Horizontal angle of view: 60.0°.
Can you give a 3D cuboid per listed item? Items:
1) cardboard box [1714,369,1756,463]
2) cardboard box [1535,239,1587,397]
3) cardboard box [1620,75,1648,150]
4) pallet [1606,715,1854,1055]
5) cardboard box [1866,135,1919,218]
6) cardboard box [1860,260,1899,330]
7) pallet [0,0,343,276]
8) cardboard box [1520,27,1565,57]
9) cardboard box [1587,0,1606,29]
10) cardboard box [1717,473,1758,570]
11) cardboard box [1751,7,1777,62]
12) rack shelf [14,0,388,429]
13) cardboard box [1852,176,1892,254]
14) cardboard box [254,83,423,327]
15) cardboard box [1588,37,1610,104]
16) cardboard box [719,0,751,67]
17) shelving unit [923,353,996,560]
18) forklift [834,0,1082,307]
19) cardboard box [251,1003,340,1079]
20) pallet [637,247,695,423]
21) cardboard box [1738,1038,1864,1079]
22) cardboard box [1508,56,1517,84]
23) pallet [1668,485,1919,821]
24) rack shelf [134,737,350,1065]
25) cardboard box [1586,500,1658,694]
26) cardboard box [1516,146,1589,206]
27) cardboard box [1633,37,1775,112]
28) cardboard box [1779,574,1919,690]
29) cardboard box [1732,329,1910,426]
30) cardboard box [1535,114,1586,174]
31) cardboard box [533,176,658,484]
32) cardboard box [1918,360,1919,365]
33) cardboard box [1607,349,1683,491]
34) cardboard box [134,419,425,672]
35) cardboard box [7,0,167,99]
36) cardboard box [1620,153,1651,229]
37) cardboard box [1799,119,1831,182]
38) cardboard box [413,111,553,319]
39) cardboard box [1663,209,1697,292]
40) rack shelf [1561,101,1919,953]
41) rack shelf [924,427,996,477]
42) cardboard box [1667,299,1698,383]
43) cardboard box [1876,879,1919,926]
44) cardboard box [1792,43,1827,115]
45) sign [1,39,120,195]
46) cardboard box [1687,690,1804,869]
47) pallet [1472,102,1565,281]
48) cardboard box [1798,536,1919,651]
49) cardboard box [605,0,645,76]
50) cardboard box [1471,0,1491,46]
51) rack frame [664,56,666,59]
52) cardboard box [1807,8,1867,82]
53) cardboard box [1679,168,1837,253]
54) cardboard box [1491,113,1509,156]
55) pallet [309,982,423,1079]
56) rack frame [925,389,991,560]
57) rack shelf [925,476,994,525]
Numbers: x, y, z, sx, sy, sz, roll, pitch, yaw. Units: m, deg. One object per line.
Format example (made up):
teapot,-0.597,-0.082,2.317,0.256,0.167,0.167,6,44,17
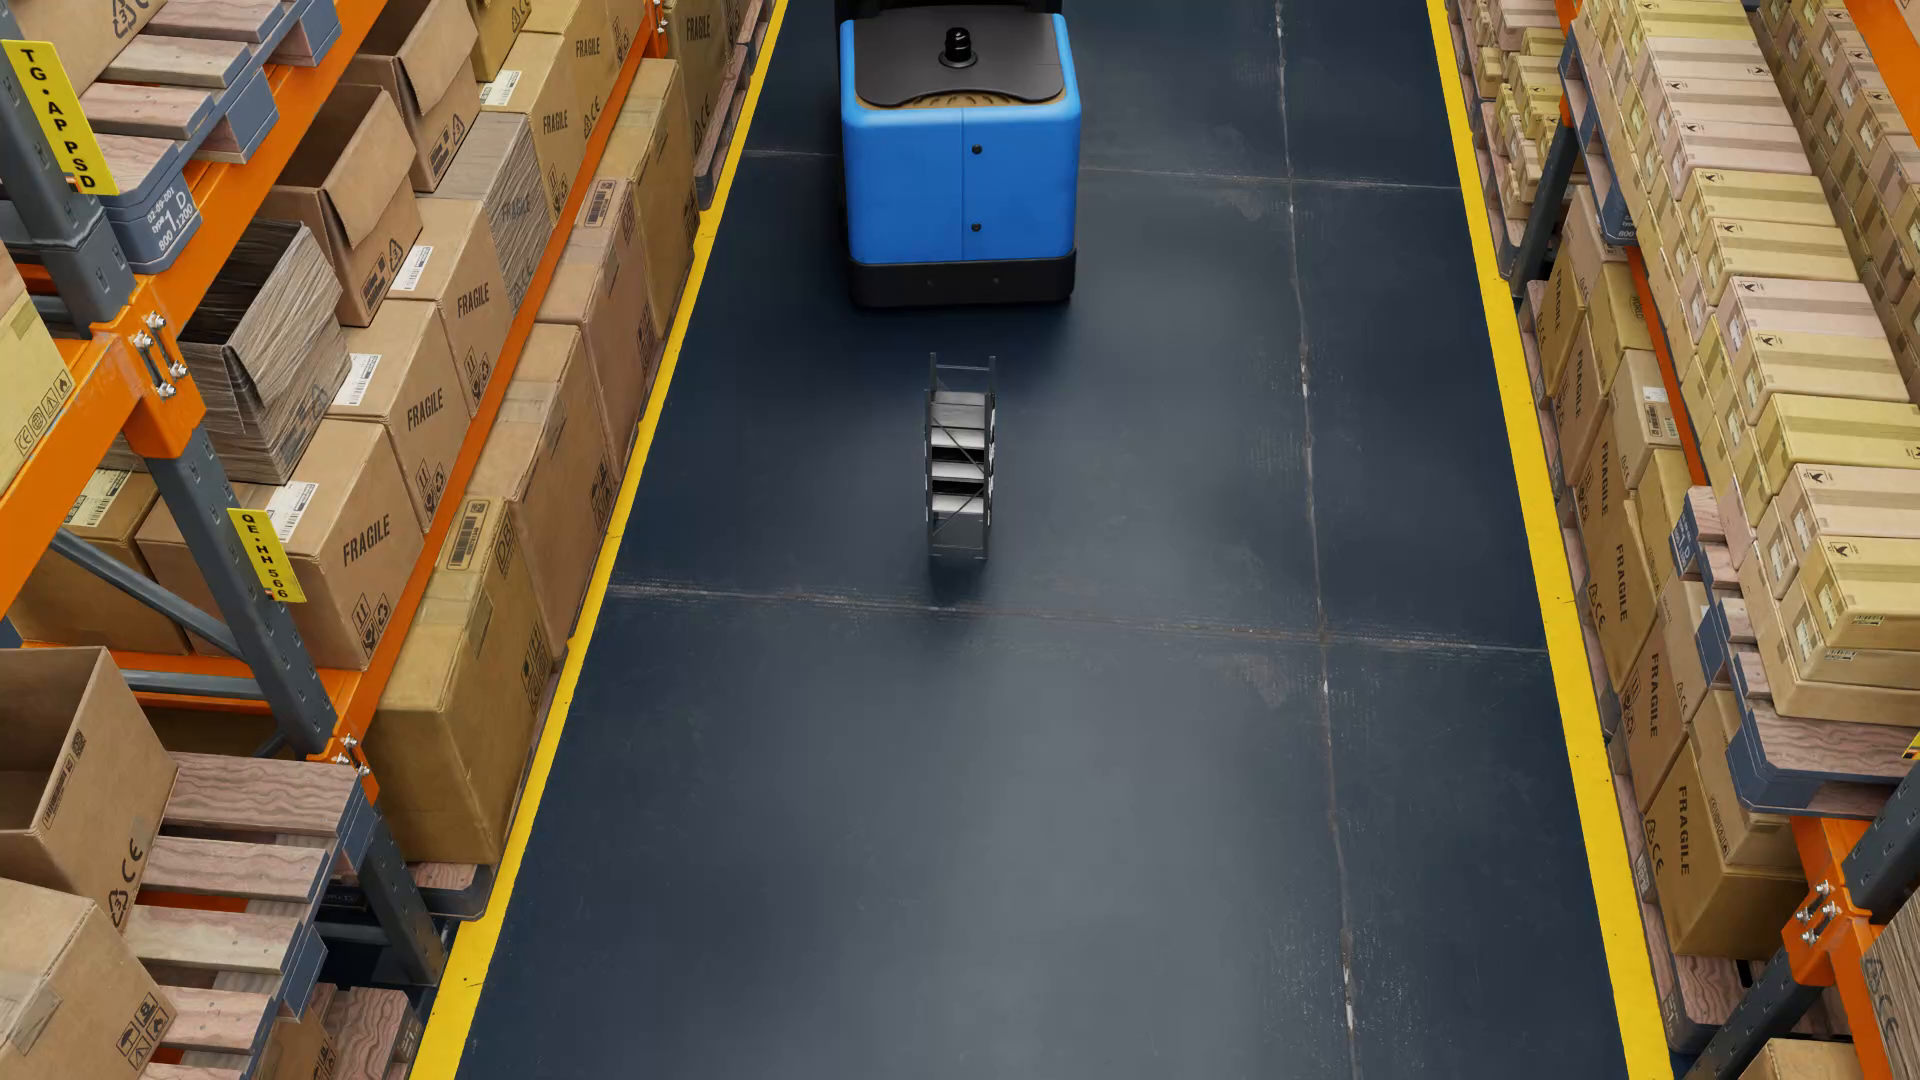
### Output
cardboard box,2.390,-0.342,4.740,0.380,0.149,0.250,4,48,4
cardboard box,2.764,-0.930,7.003,0.500,0.500,0.500,6,48,5
cardboard box,2.534,-1.484,5.785,0.380,0.149,0.250,2,48,2
pallet,2.804,1.149,5.582,1.003,0.211,1.213,4,48,4
cardboard box,3.134,-1.149,5.276,0.380,0.149,0.250,2,48,2
cardboard box,3.117,-0.755,5.320,0.380,0.149,0.250,2,48,2
pallet,-2.193,-1.051,3.799,1.213,0.211,1.003,6,48,5
cardboard box,2.969,-2.376,8.160,0.380,0.149,0.250,5,48,5
cardboard box,2.601,-2.056,6.307,0.380,0.149,0.250,5,48,4
cardboard box,2.365,-0.039,4.665,0.380,0.149,0.250,5,48,4
cardboard box,3.256,-1.909,6.375,0.380,0.149,0.250,3,48,3
rack shelf,-2.017,-1.865,4.903,1.077,0.370,4.000,4,48,4
cardboard box,3.139,-1.040,5.378,0.380,0.149,0.250,4,48,4
cardboard box,-2.054,-1.013,4.922,0.797,0.503,0.637,5,48,4
cardboard box,2.582,-1.751,6.231,0.380,0.149,0.250,5,48,4
cardboard box,-1.613,-3.130,8.762,0.875,0.875,0.875,4,48,4
shelving unit,0.001,-0.310,6.449,0.258,0.900,0.210,4,48,4
forklift,-0.072,-3.145,7.666,1.130,2.935,3.031,-2,48,-2
cardboard box,-2.240,1.563,4.709,0.700,0.500,0.500,2,48,1
pallet,-1.830,-1.052,7.595,1.003,0.211,1.213,4,48,4
cardboard box,2.586,1.841,4.299,1.050,0.750,0.750,3,48,3
cardboard box,2.947,-2.265,8.261,0.380,0.149,0.250,4,48,4
pallet,2.690,0.316,4.584,1.213,0.211,1.003,4,48,4
rack shelf,-2.382,2.087,3.322,1.077,0.370,4.000,4,48,4
cardboard box,2.614,0.212,5.959,0.500,0.500,0.500,2,48,2
cardboard box,2.808,-1.690,7.735,0.380,0.149,0.250,5,48,4
cardboard box,2.531,-1.579,5.670,0.380,0.149,0.250,3,48,3
cardboard box,2.322,0.231,4.216,0.380,0.149,0.250,5,48,4
cardboard box,2.389,-0.440,4.628,0.380,0.149,0.250,5,48,5
cardboard box,2.869,-1.816,7.649,0.380,0.149,0.250,5,48,5
cardboard box,-1.954,-0.861,6.686,1.225,0.875,0.875,2,48,2
cardboard box,3.065,-0.481,4.867,0.380,0.149,0.250,4,48,4
cardboard box,2.668,-0.417,6.026,0.500,0.250,0.500,6,48,5
cardboard box,-1.884,0.002,4.674,0.500,0.500,0.500,5,48,5
cardboard box,-2.215,-1.268,3.515,0.797,0.503,0.637,6,48,6
cardboard box,2.509,-1.196,5.723,0.380,0.149,0.250,2,48,2
cardboard box,3.185,-1.351,5.864,0.380,0.149,0.250,2,48,2
cardboard box,-1.749,-1.121,5.701,0.500,0.500,0.500,4,48,4
cardboard box,2.461,-0.906,5.256,0.380,0.149,0.250,3,48,3
rack shelf,2.913,-0.445,5.637,1.077,0.370,4.000,4,48,4
rack shelf,0.001,-0.348,6.408,0.258,0.077,0.200,4,48,4
cardboard box,2.440,-0.610,5.187,0.380,0.149,0.250,5,48,5
cardboard box,3.049,0.982,5.255,0.500,0.500,0.500,2,48,2
cardboard box,3.207,-1.633,5.921,0.380,0.149,0.250,6,48,5
sign,-1.659,-0.774,3.068,0.100,0.325,0.005,4,48,4
cardboard box,2.532,0.711,4.994,0.500,0.250,0.500,3,48,3
pallet,3.121,-1.712,8.199,1.003,0.211,1.213,4,48,4
cardboard box,2.319,0.134,4.103,0.380,0.149,0.250,2,48,2
cardboard box,-1.605,-2.237,6.721,0.500,0.500,0.500,4,48,4
cardboard box,2.966,-2.775,8.928,0.380,0.149,0.250,4,48,4
rack frame,-1.835,-2.565,7.089,1.000,3.000,0.127,4,48,4
cardboard box,3.204,-1.719,5.798,0.380,0.149,0.250,2,48,2
cardboard box,2.464,-1.008,5.147,0.380,0.149,0.250,5,48,5
cardboard box,2.859,-2.031,8.249,0.380,0.149,0.250,2,48,2
pallet,-2.272,1.890,4.904,1.003,0.211,1.213,4,48,4
rack frame,-0.009,-0.235,6.381,0.240,0.900,0.006,4,48,4
rack shelf,0.001,-0.166,6.607,0.258,0.077,0.200,4,48,4
